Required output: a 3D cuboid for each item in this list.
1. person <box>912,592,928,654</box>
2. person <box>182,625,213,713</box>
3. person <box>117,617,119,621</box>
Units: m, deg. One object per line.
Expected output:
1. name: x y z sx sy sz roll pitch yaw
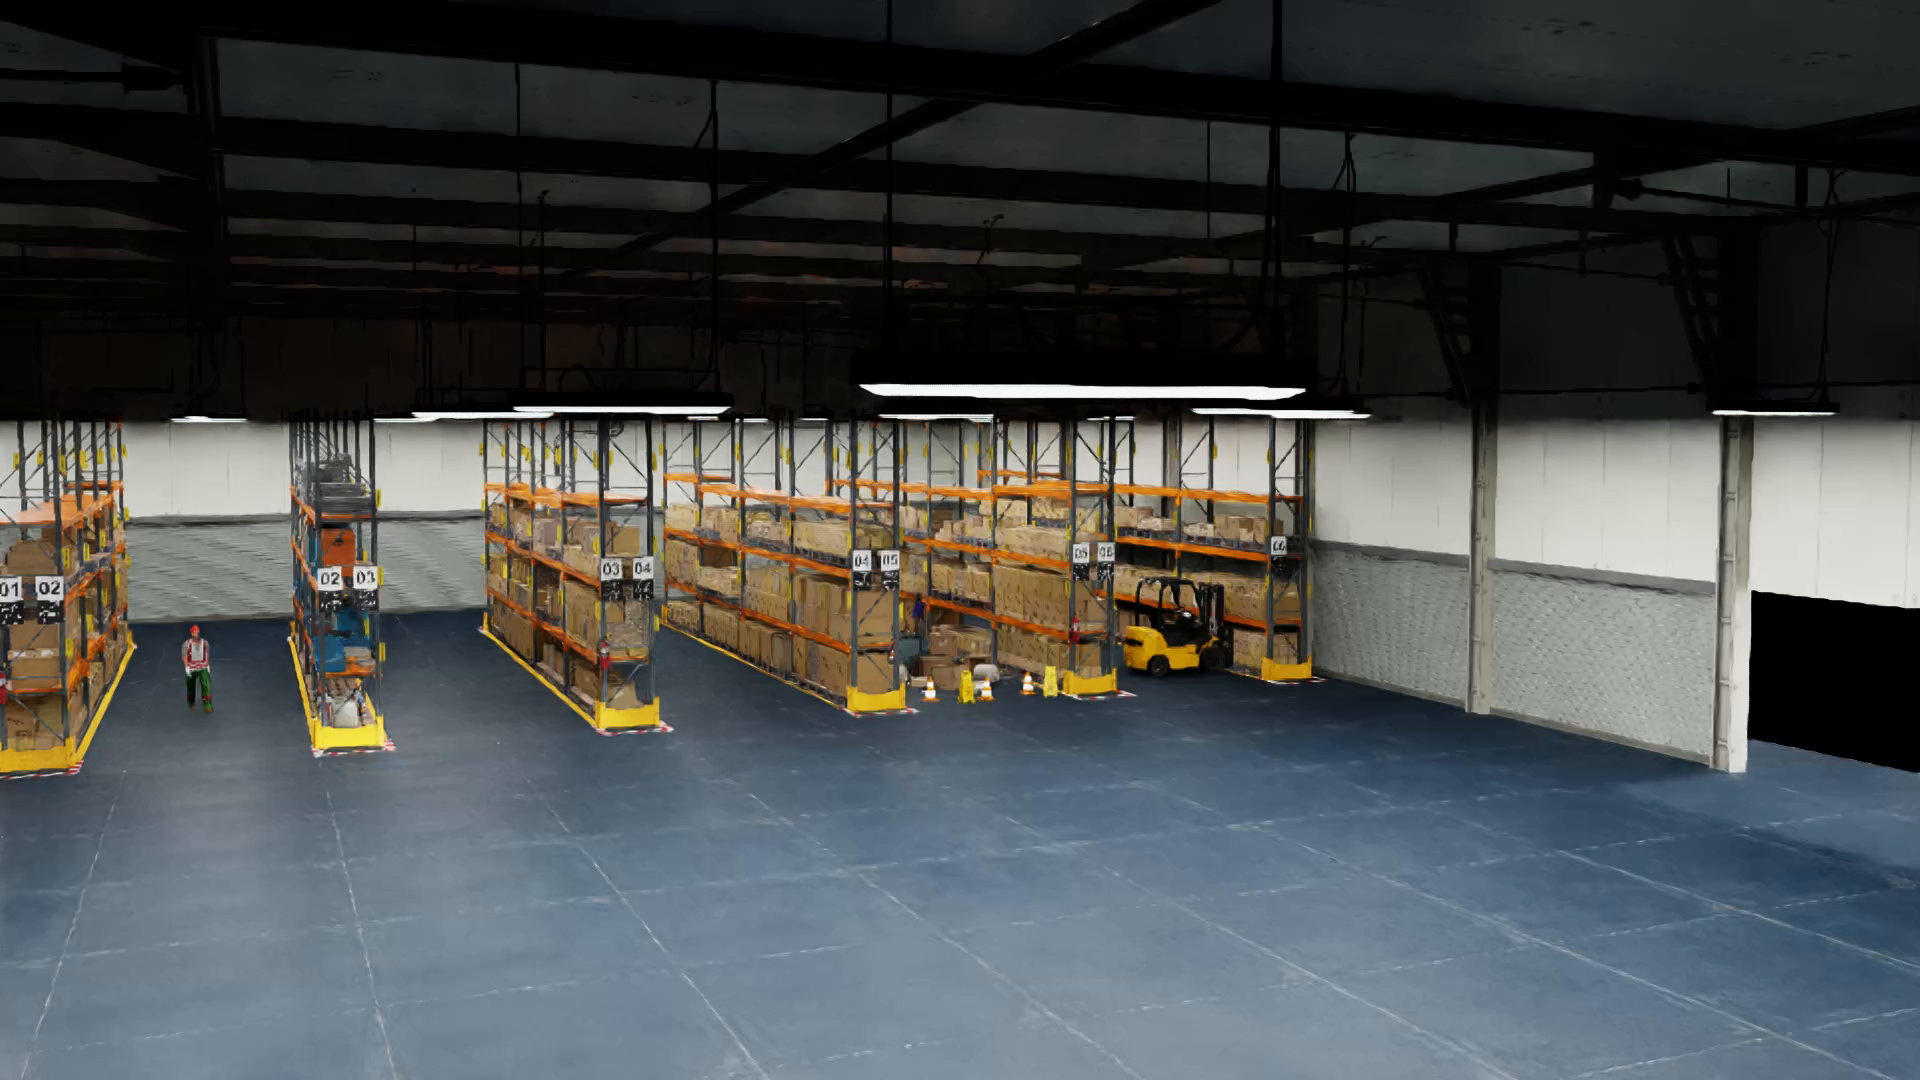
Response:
1. person: -1.016 2.074 40.112 0.558 1.650 0.572 0 4 3
2. person: -15.106 2.542 32.907 0.528 1.728 1.032 -2 5 -32
3. person: -23.539 1.709 45.854 0.665 1.601 0.794 -4 5 -42
